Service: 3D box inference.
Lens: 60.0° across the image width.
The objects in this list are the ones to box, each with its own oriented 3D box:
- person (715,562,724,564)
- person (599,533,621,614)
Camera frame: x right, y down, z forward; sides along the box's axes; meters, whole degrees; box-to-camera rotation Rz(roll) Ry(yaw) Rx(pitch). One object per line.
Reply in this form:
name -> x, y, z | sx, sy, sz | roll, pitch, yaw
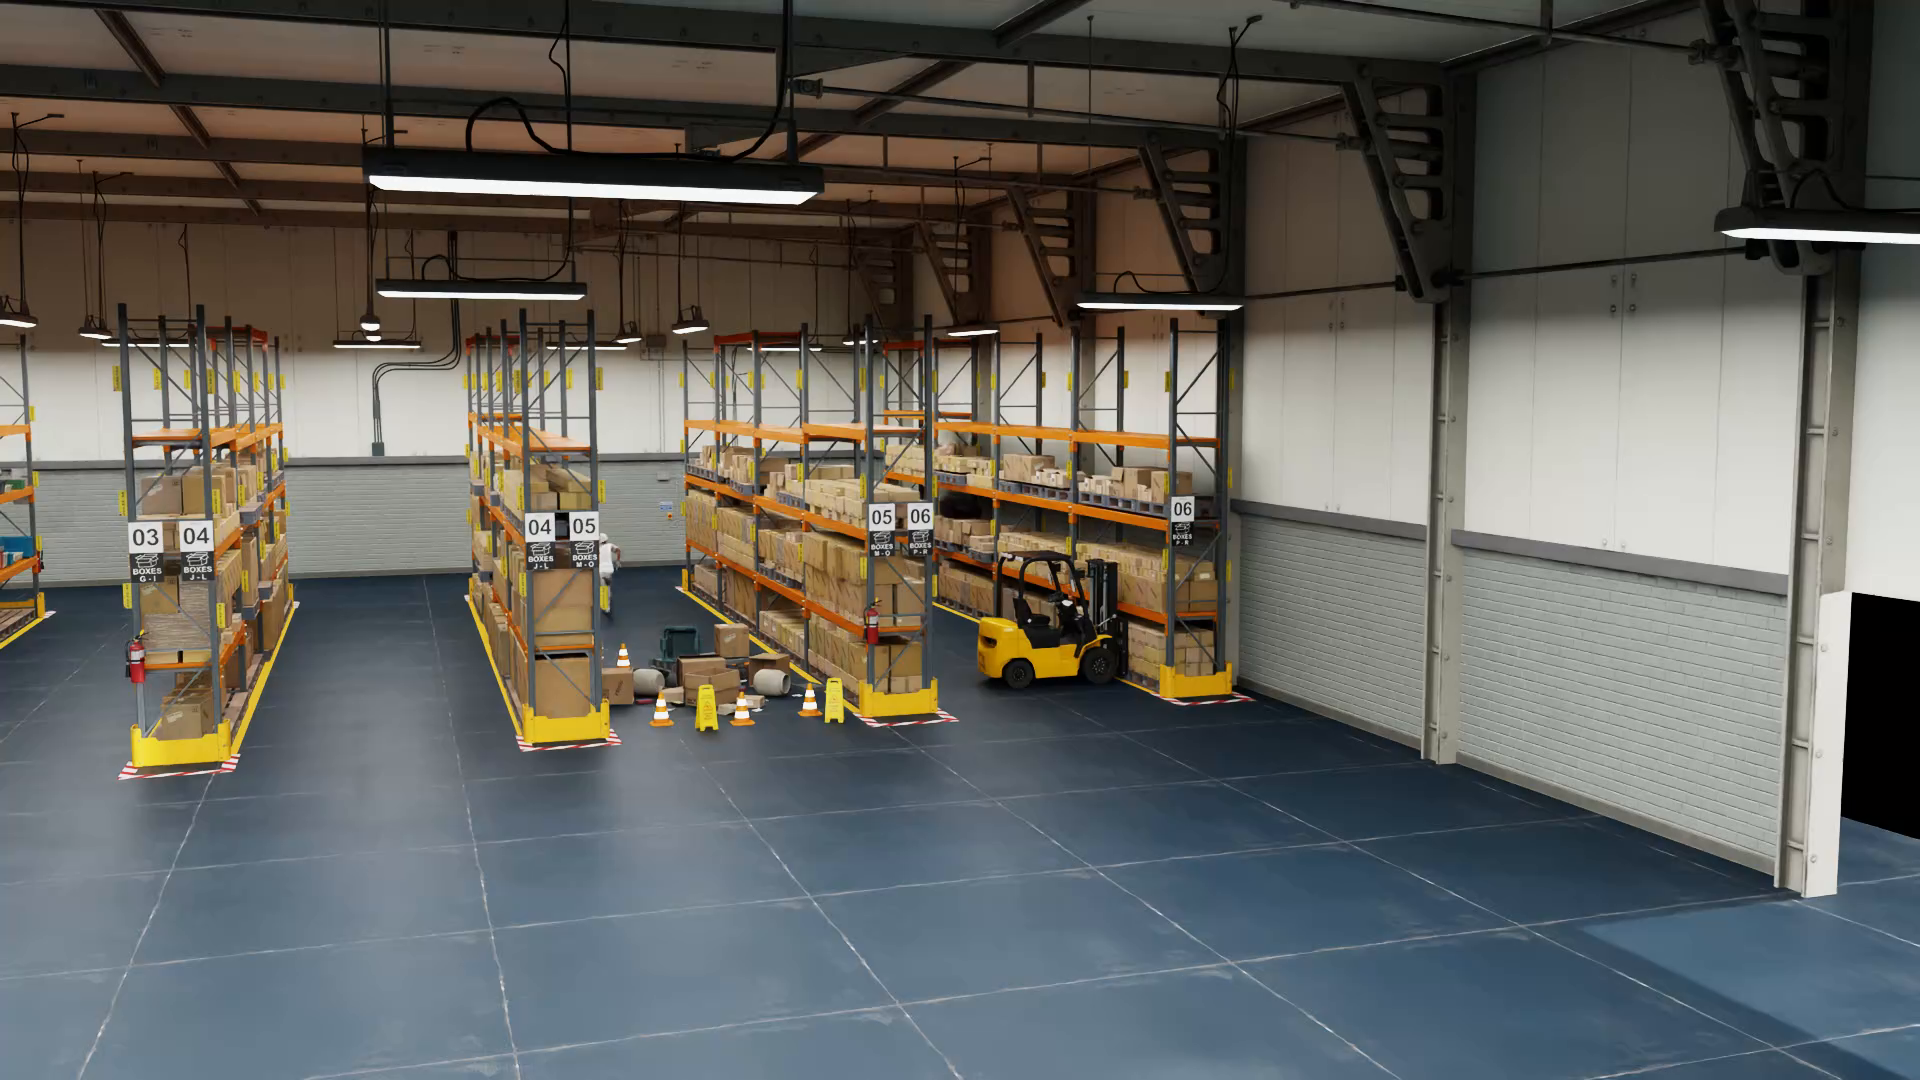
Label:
person -> -5.964, 0.224, 41.636 | 0.550, 1.652, 0.605 | -3, 6, -28
person -> -7.666, 0.735, 35.826 | 0.667, 1.737, 0.935 | -2, 6, -20
